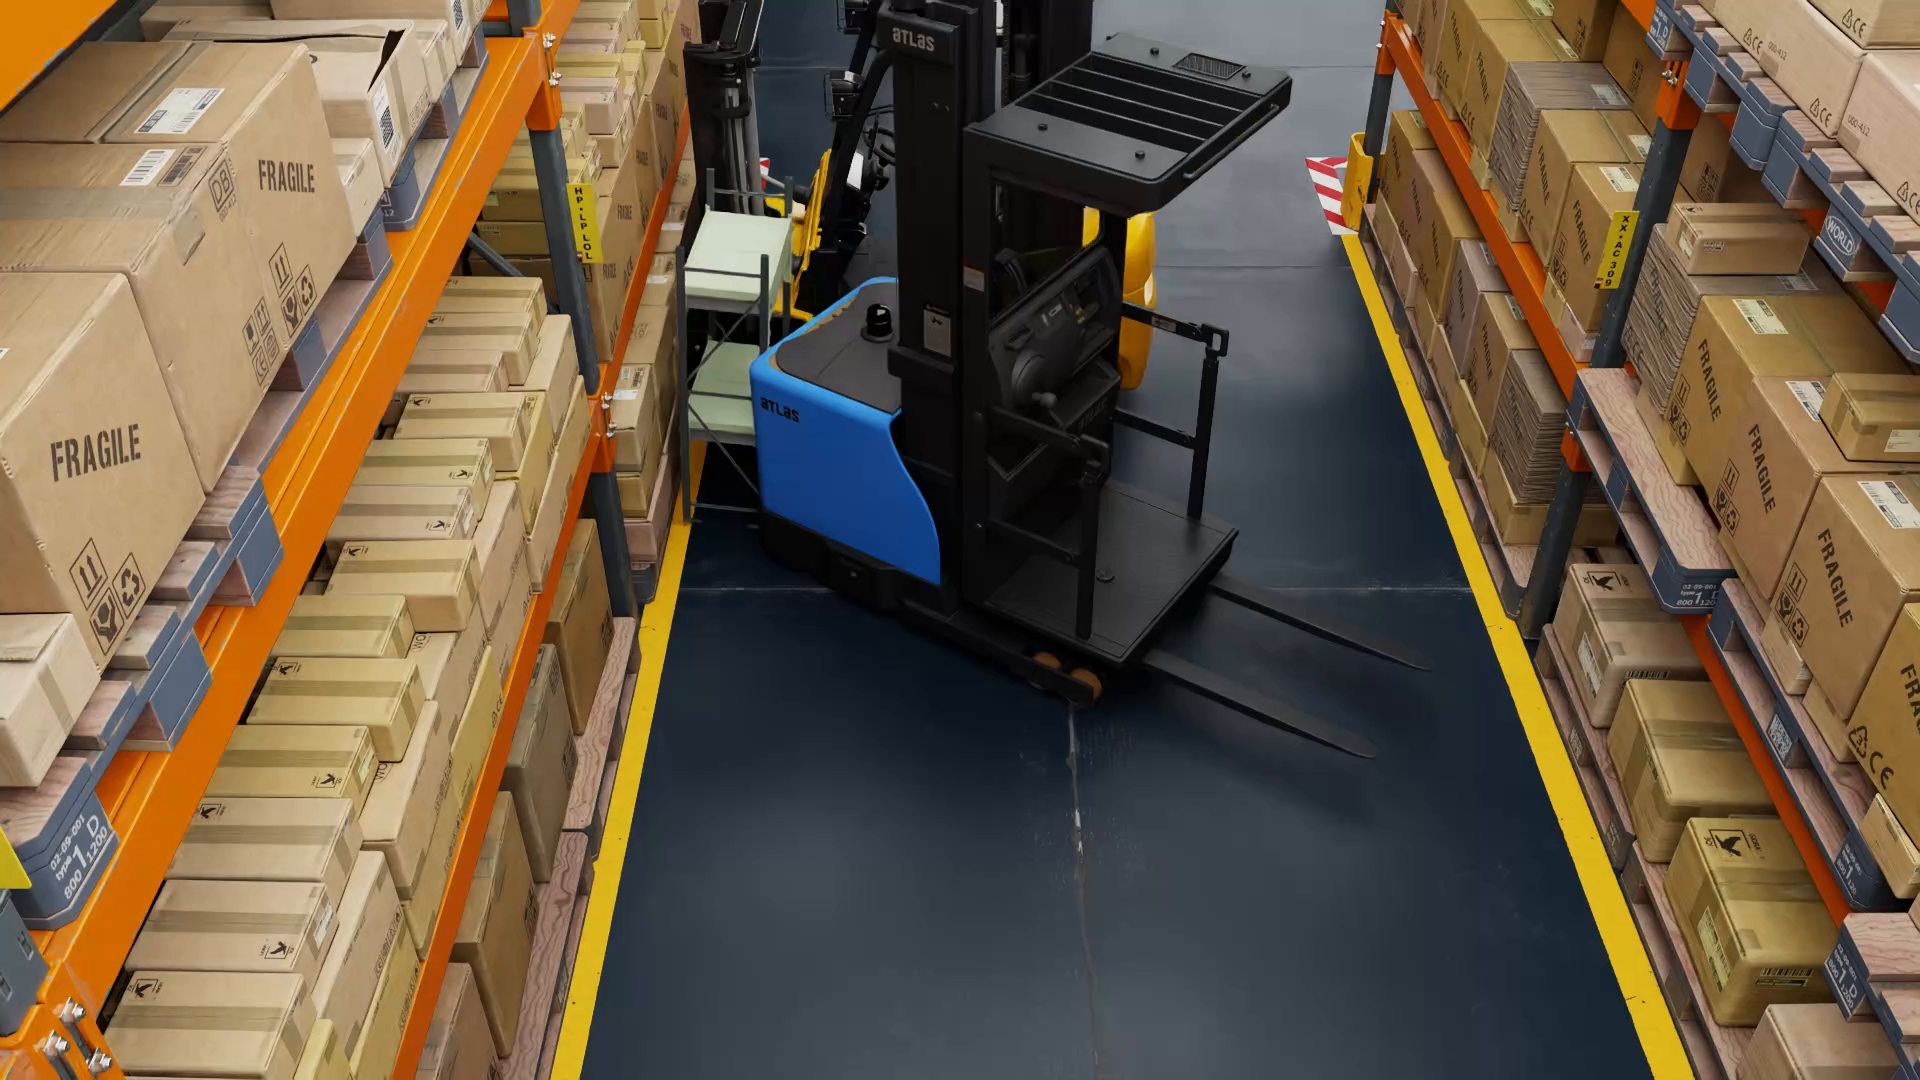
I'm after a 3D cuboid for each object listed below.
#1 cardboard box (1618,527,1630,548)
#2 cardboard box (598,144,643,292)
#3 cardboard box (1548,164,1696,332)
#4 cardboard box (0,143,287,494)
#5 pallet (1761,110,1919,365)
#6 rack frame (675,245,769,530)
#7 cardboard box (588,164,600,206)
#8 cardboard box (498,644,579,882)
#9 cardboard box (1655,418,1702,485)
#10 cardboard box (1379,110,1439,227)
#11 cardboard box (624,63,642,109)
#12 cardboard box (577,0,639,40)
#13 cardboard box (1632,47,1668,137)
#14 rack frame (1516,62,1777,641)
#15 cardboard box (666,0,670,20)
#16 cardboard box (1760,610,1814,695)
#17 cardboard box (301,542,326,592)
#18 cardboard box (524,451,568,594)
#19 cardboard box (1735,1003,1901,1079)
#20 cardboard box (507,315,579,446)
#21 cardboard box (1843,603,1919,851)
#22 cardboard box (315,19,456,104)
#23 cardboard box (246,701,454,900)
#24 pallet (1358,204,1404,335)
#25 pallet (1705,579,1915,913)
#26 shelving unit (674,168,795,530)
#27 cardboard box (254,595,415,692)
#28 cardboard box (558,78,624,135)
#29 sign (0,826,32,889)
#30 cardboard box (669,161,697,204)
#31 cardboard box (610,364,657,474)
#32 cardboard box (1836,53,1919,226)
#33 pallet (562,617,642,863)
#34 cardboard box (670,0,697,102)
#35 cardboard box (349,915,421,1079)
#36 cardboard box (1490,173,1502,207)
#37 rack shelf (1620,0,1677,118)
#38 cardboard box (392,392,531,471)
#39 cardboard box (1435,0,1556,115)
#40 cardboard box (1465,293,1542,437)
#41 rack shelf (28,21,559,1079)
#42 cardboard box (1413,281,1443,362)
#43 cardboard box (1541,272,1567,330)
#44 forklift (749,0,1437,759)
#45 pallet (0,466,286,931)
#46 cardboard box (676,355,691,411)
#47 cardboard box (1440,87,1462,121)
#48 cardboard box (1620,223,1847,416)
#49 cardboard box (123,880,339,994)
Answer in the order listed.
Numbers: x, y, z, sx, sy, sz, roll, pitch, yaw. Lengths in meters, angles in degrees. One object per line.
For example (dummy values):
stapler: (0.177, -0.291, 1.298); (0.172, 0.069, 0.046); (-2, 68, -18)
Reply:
cardboard box: (3.288, -0.218, 7.732); (0.500, 0.250, 0.500); (-2, 39, -2)
cardboard box: (-1.702, -1.395, 7.257); (0.500, 0.500, 0.500); (1, 39, 1)
cardboard box: (2.769, -1.191, 6.765); (0.500, 0.500, 0.500); (-1, 39, -1)
cardboard box: (-1.798, -0.432, 3.242); (0.700, 0.500, 0.500); (-1, 39, -1)
pallet: (2.917, -0.821, 4.373); (1.213, 0.211, 1.003); (0, 39, 0)
rack frame: (-1.079, -0.655, 7.587); (0.400, 1.500, 0.023); (6, 39, 0)
cardboard box: (-1.684, -1.406, 6.753); (0.380, 0.149, 0.250); (1, 39, 1)
cardboard box: (-1.940, 0.822, 6.134); (0.875, 0.625, 0.625); (0, 39, 0)
cardboard box: (2.695, -0.322, 5.864); (0.380, 0.149, 0.250); (1, 39, 1)
cardboard box: (2.739, -2.124, 9.510); (0.500, 0.500, 0.500); (-1, 39, -2)
cardboard box: (-1.655, -2.045, 7.549); (0.380, 0.149, 0.250); (-1, 39, -1)
cardboard box: (-1.731, -2.479, 7.854); (0.380, 0.149, 0.250); (0, 39, 1)
cardboard box: (3.256, -1.898, 6.848); (0.700, 0.500, 0.500); (0, 39, 0)
rack frame: (3.019, -0.758, 6.543); (1.000, 3.000, 0.127); (0, 39, 0)
cardboard box: (-1.664, -2.685, 8.349); (0.380, 0.149, 0.250); (-1, 39, -2)
cardboard box: (2.677, 0.337, 5.042); (0.380, 0.149, 0.250); (1, 39, 2)
cardboard box: (-2.221, 0.064, 5.237); (0.500, 0.250, 0.500); (-1, 39, -1)
cardboard box: (-1.677, -0.065, 5.797); (0.500, 0.250, 0.500); (0, 39, 0)
cardboard box: (3.024, 1.790, 5.129); (0.950, 0.372, 0.625); (-1, 39, -1)
cardboard box: (-1.689, -0.582, 6.043); (0.500, 0.250, 0.500); (-1, 39, -1)
cardboard box: (2.731, 0.501, 4.318); (0.500, 0.500, 0.500); (-3, 39, -3)
cardboard box: (-1.640, -1.340, 4.656); (0.380, 0.149, 0.250); (0, 39, 0)
cardboard box: (-1.679, 0.694, 4.451); (0.500, 0.250, 0.500); (-1, 39, -1)
pallet: (2.980, -1.616, 9.843); (1.003, 0.211, 1.213); (0, 39, 0)
pallet: (2.980, 0.580, 5.026); (1.003, 0.211, 1.213); (0, 39, 0)
shelving unit: (-1.056, -0.884, 7.872); (0.431, 1.500, 0.755); (6, 39, 0)
cardboard box: (-1.755, 0.288, 4.639); (0.380, 0.149, 0.250); (0, 39, 0)
cardboard box: (-1.646, -1.844, 7.062); (0.380, 0.149, 0.250); (1, 39, 1)
sign: (-1.398, 0.378, 2.314); (0.100, 0.325, 0.005); (0, 39, 0)
cardboard box: (-1.620, -1.812, 8.922); (0.500, 0.250, 0.500); (0, 39, 1)
cardboard box: (-1.632, -0.536, 7.329); (0.500, 0.250, 0.500); (-1, 39, -1)
cardboard box: (2.643, -1.036, 4.276); (0.500, 0.250, 0.500); (0, 39, -1)
pallet: (-1.905, 0.796, 6.833); (1.003, 0.211, 1.213); (0, 39, 0)
cardboard box: (-1.695, -2.661, 8.837); (0.500, 0.500, 0.500); (1, 39, 1)
cardboard box: (-1.692, 1.215, 4.200); (0.500, 0.250, 0.500); (-1, 39, -1)
cardboard box: (2.739, -1.656, 7.865); (0.380, 0.149, 0.250); (-1, 39, -1)
rack shelf: (3.016, -2.899, 7.391); (1.077, 0.370, 4.000); (0, 39, 0)
cardboard box: (-1.624, -0.352, 5.438); (0.380, 0.149, 0.250); (-1, 39, -1)
cardboard box: (2.743, -2.476, 8.369); (0.500, 0.500, 0.500); (-1, 39, -1)
cardboard box: (2.747, -0.830, 7.896); (0.500, 0.500, 0.500); (1, 39, 1)
rack shelf: (-1.943, -0.392, 4.262); (1.077, 0.370, 4.000); (0, 39, 0)
cardboard box: (2.745, -1.186, 8.939); (0.500, 0.250, 0.500); (2, 39, 3)
cardboard box: (2.706, -1.017, 7.067); (0.380, 0.149, 0.250); (1, 39, 1)
forklift: (0.567, -0.809, 6.661); (3.031, 2.935, 1.130); (23, 44, 26)
pallet: (-2.031, 0.228, 3.065); (1.213, 0.211, 1.003); (2, 39, 2)
cardboard box: (-1.647, -0.785, 8.439); (0.500, 0.250, 0.500); (1, 39, 1)
cardboard box: (2.729, -2.305, 8.674); (0.380, 0.149, 0.250); (1, 39, 1)
cardboard box: (2.732, -0.784, 5.921); (0.500, 0.500, 0.500); (1, 39, 1)
cardboard box: (-1.674, 0.930, 3.838); (0.380, 0.149, 0.250); (1, 39, 1)
